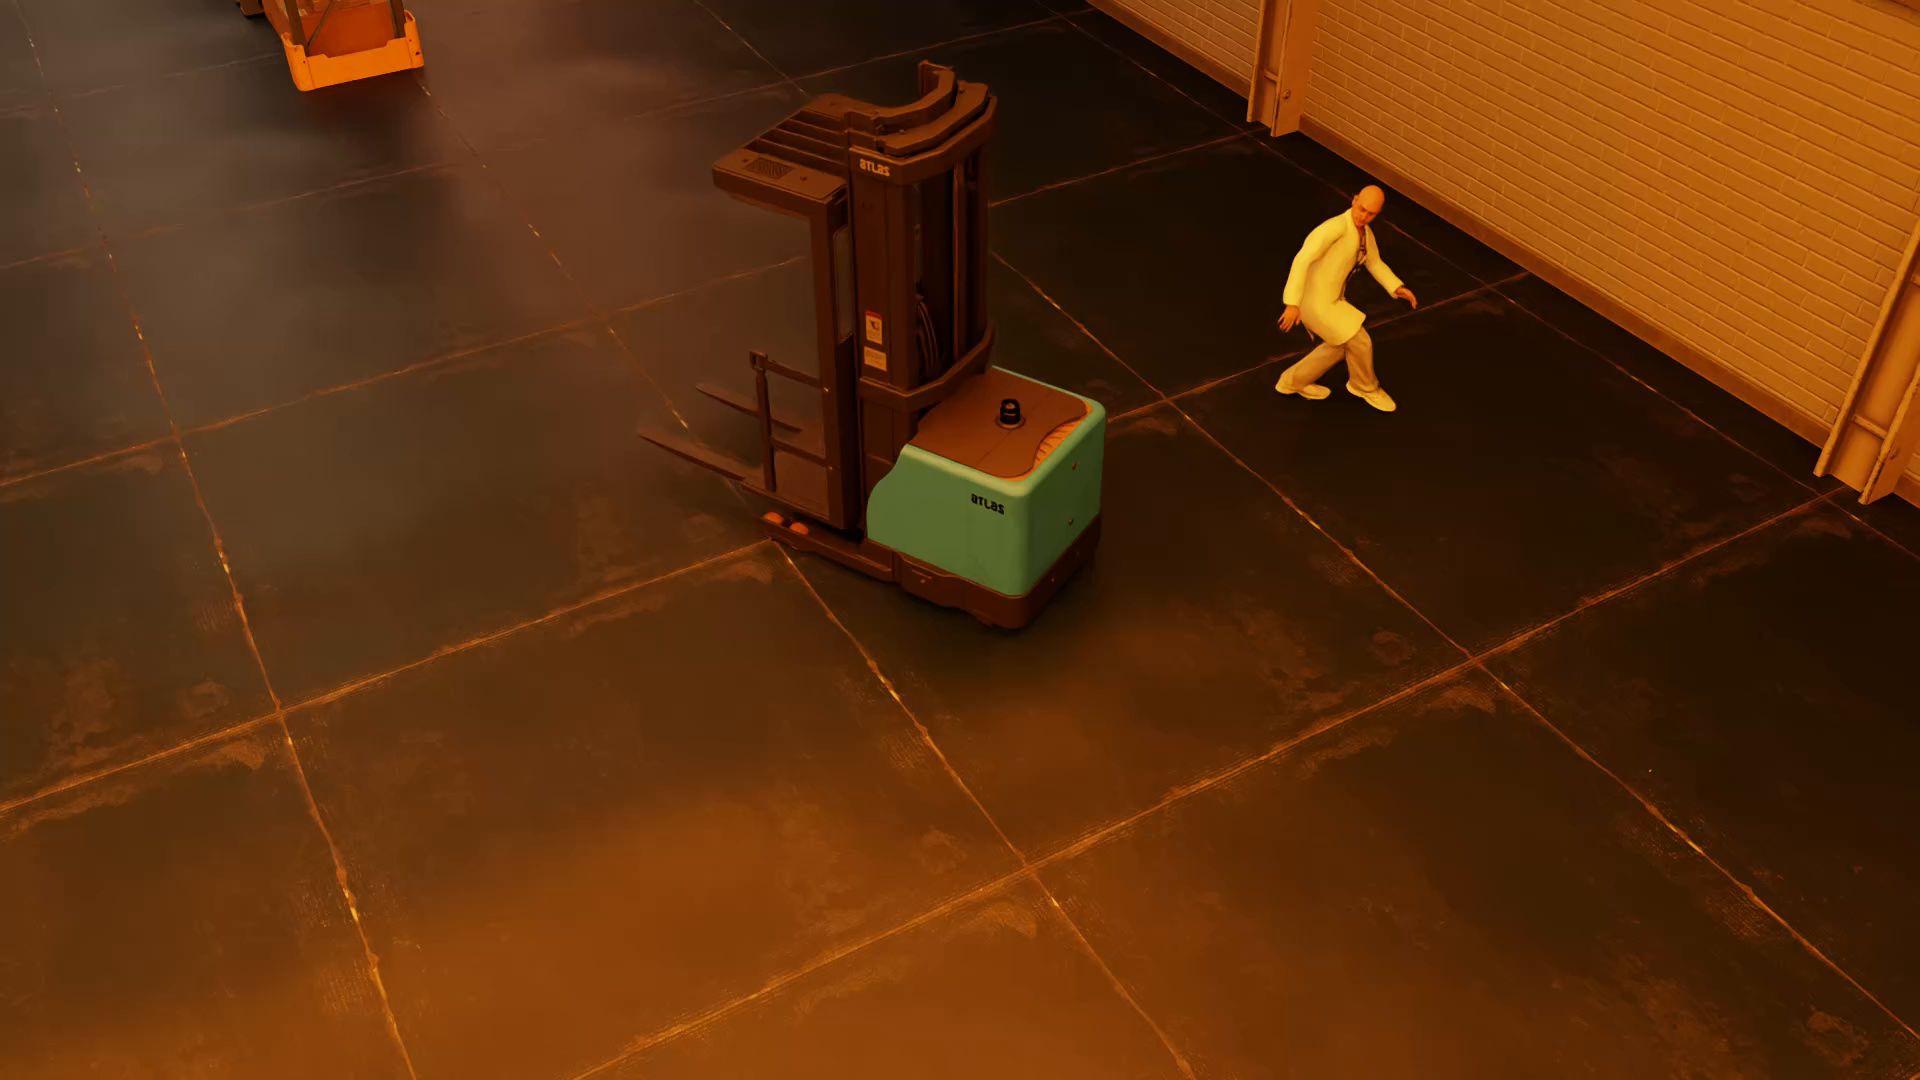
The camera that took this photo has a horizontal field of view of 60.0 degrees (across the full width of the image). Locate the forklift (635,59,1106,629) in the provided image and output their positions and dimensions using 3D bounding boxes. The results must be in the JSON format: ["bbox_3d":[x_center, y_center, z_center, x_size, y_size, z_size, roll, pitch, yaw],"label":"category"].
[{"bbox_3d":[-0.662,-1.331,9.641,3.031,2.935,1.130,22,44,24],"label":"forklift"}]

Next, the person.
[{"bbox_3d":[2.554,-1.512,10.882,0.819,1.617,0.800,14,42,16],"label":"person"}]
